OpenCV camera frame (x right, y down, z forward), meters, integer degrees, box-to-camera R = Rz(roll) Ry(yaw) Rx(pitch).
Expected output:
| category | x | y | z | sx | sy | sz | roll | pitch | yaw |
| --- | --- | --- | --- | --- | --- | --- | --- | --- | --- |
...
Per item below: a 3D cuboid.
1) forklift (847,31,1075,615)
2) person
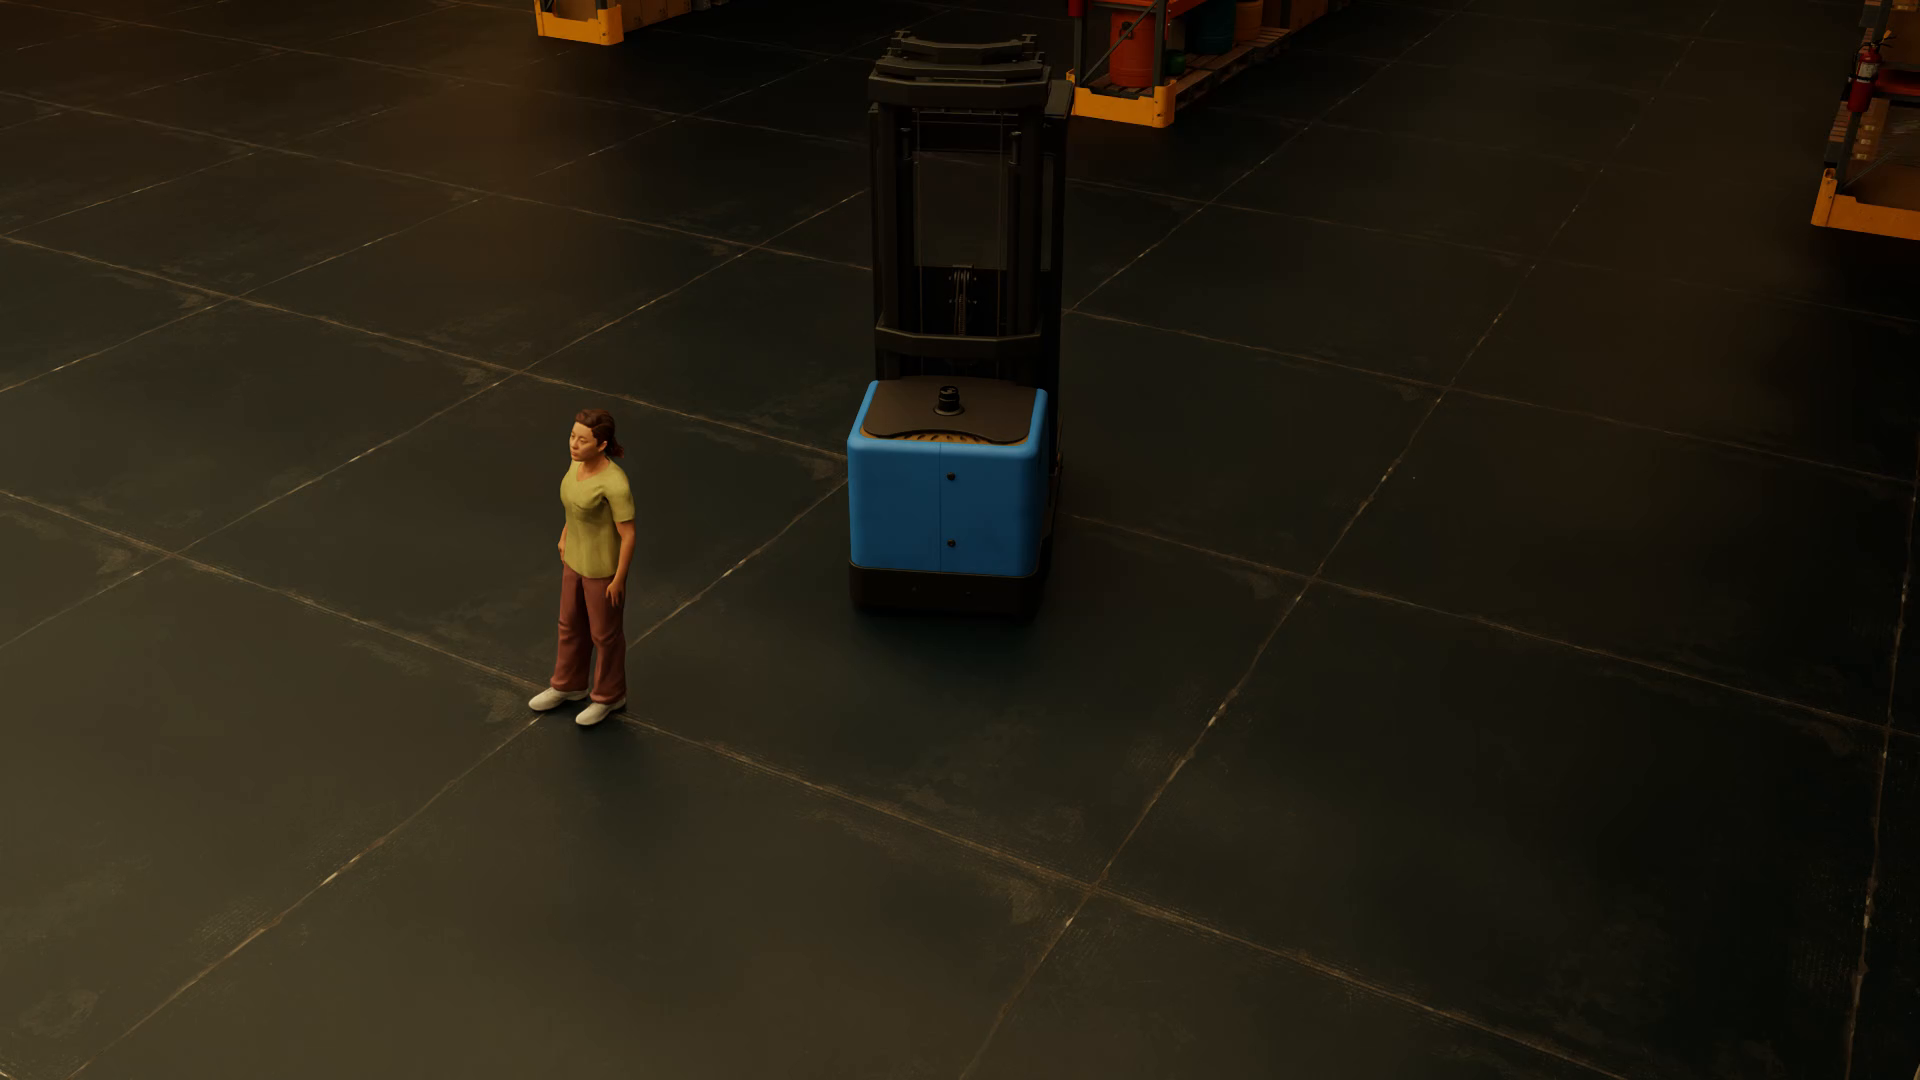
| category | x | y | z | sx | sy | sz | roll | pitch | yaw |
| --- | --- | --- | --- | --- | --- | --- | --- | --- | --- |
| forklift | 0.072 | -1.572 | 9.794 | 1.130 | 2.935 | 3.031 | 3 | 30 | 6 |
| person | -1.829 | 0.146 | 8.059 | 0.549 | 1.674 | 0.553 | -24 | 38 | -35 |
